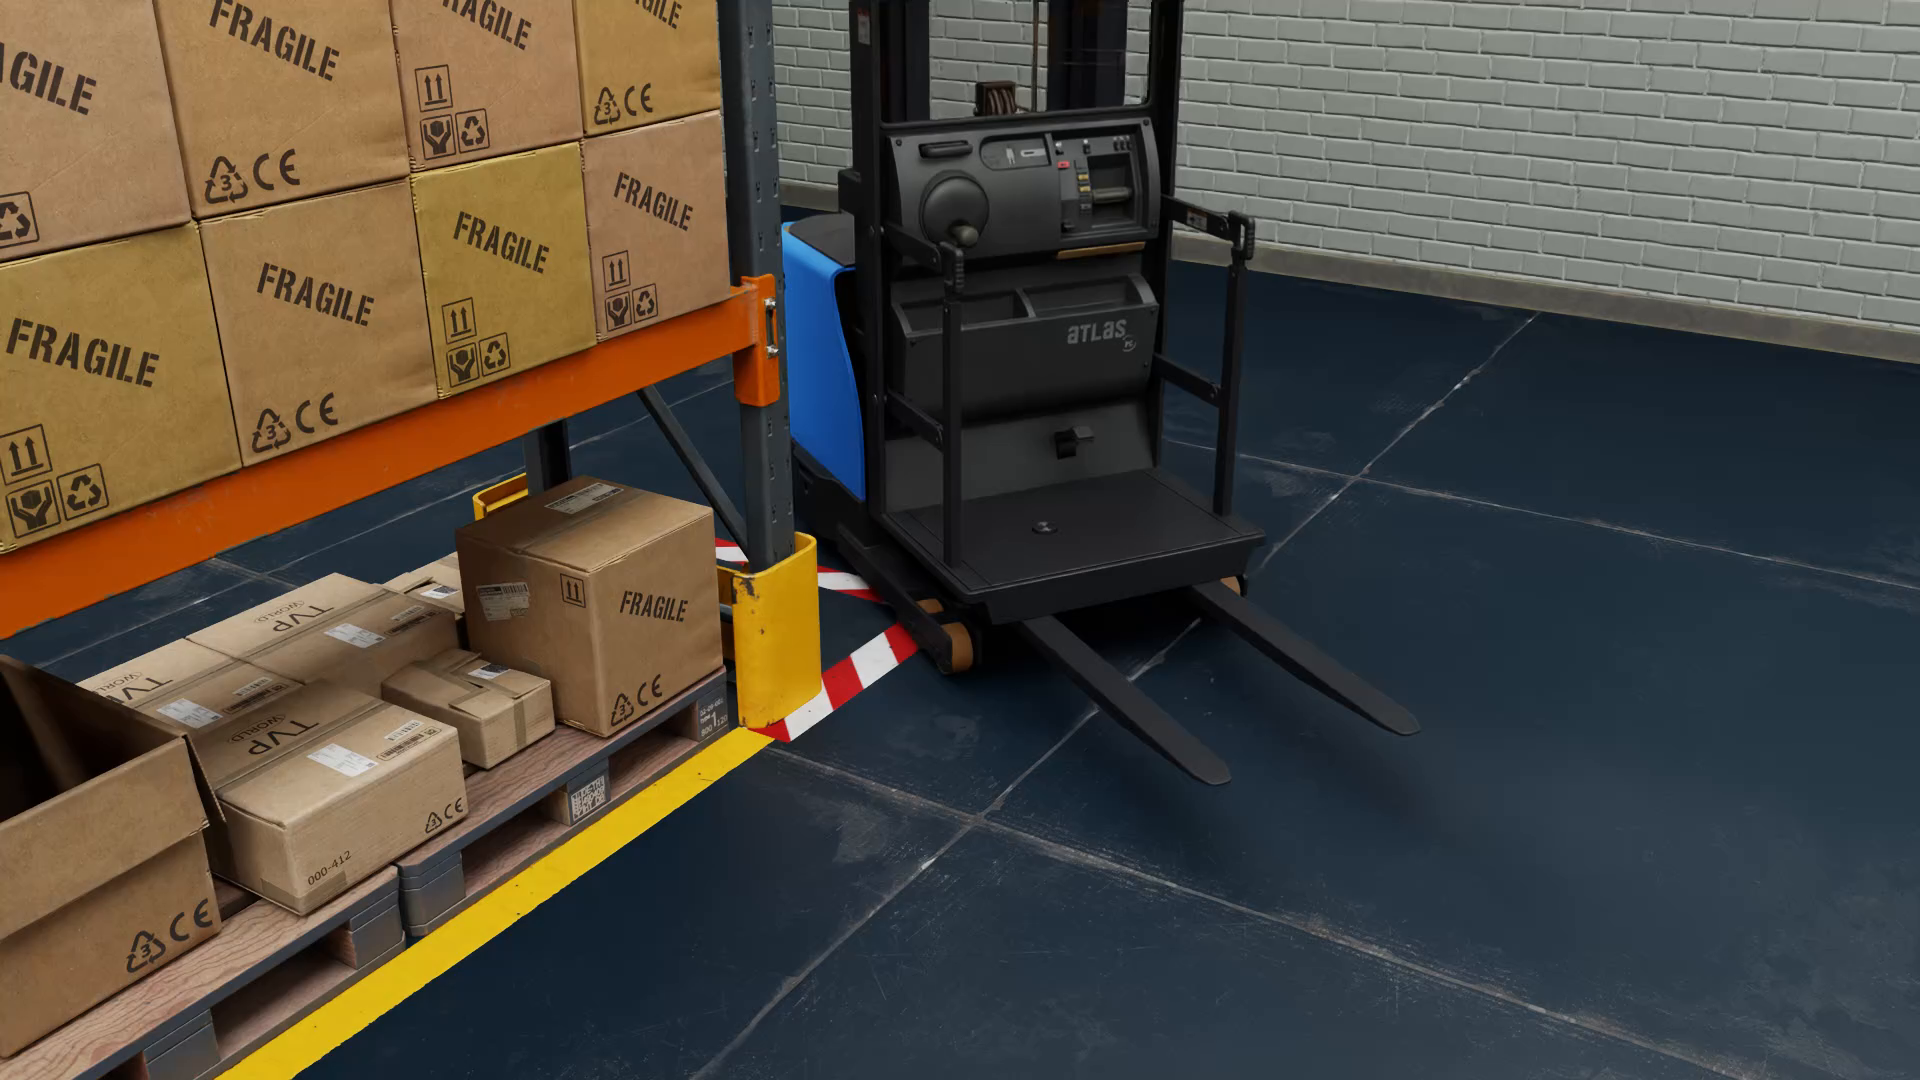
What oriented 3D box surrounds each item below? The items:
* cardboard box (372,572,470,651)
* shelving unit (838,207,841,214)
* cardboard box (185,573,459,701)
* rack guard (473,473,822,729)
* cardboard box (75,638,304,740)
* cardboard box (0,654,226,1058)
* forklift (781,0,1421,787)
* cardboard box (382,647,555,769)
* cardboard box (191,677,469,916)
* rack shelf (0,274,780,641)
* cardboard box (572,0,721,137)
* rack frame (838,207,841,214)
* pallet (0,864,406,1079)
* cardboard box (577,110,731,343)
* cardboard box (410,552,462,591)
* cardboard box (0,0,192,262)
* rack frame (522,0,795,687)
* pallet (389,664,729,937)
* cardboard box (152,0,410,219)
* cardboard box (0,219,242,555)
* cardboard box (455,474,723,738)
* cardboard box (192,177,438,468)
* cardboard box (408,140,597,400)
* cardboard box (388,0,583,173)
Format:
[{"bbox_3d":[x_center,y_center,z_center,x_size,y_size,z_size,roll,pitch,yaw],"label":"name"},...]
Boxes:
[{"bbox_3d":[-1.597,0.241,4.929,0.380,0.166,0.250,14,27,29],"label":"cardboard box"},{"bbox_3d":[-0.338,-0.850,6.892,0.252,1.050,0.215,-10,25,-23],"label":"shelving unit"},{"bbox_3d":[-1.744,0.342,4.591,0.500,0.250,0.500,14,27,29],"label":"cardboard box"},{"bbox_3d":[-0.992,0.162,5.246,1.175,0.500,0.348,14,27,29],"label":"rack guard"},{"bbox_3d":[-2.008,0.511,4.201,0.500,0.250,0.500,14,27,29],"label":"cardboard box"},{"bbox_3d":[-2.076,0.648,3.566,0.797,0.503,0.637,14,27,29],"label":"cardboard box"},{"bbox_3d":[0.312,-1.116,5.138,1.130,2.935,3.031,-10,26,-23],"label":"forklift"},{"bbox_3d":[-1.320,0.441,4.469,0.380,0.166,0.250,14,27,29],"label":"cardboard box"},{"bbox_3d":[-1.556,0.599,3.998,0.500,0.250,0.500,14,27,29],"label":"cardboard box"},{"bbox_3d":[-2.007,-0.005,3.392,1.077,0.370,4.000,14,27,29],"label":"rack shelf"},{"bbox_3d":[-0.954,-1.308,4.110,0.500,0.500,0.500,14,27,29],"label":"cardboard box"},{"bbox_3d":[-0.448,-0.830,6.845,0.008,1.050,0.200,-10,25,-23],"label":"rack frame"},{"bbox_3d":[-2.057,0.974,3.734,1.003,0.211,1.213,14,27,29],"label":"pallet"},{"bbox_3d":[-0.957,-0.848,4.308,0.500,0.500,0.500,15,27,31],"label":"cardboard box"},{"bbox_3d":[-1.465,0.165,5.128,0.380,0.149,0.250,14,27,29],"label":"cardboard box"},{"bbox_3d":[-1.760,-0.788,2.909,0.500,0.500,0.500,15,27,31],"label":"cardboard box"},{"bbox_3d":[-0.952,-1.011,4.809,1.000,3.000,0.127,14,27,29],"label":"rack frame"},{"bbox_3d":[-1.412,0.564,4.682,1.003,0.211,1.213,14,27,29],"label":"pallet"},{"bbox_3d":[-1.489,-0.961,3.309,0.500,0.500,0.500,15,27,30],"label":"cardboard box"},{"bbox_3d":[-1.762,-0.335,3.123,0.500,0.500,0.500,13,27,28],"label":"cardboard box"},{"bbox_3d":[-1.030,0.170,4.675,0.500,0.500,0.500,14,27,29],"label":"cardboard box"},{"bbox_3d":[-1.496,-0.505,3.516,0.500,0.500,0.500,14,27,29],"label":"cardboard box"},{"bbox_3d":[-1.228,-0.672,3.902,0.500,0.500,0.500,14,27,29],"label":"cardboard box"},{"bbox_3d":[-1.219,-1.137,3.716,0.500,0.500,0.500,15,27,30],"label":"cardboard box"}]
